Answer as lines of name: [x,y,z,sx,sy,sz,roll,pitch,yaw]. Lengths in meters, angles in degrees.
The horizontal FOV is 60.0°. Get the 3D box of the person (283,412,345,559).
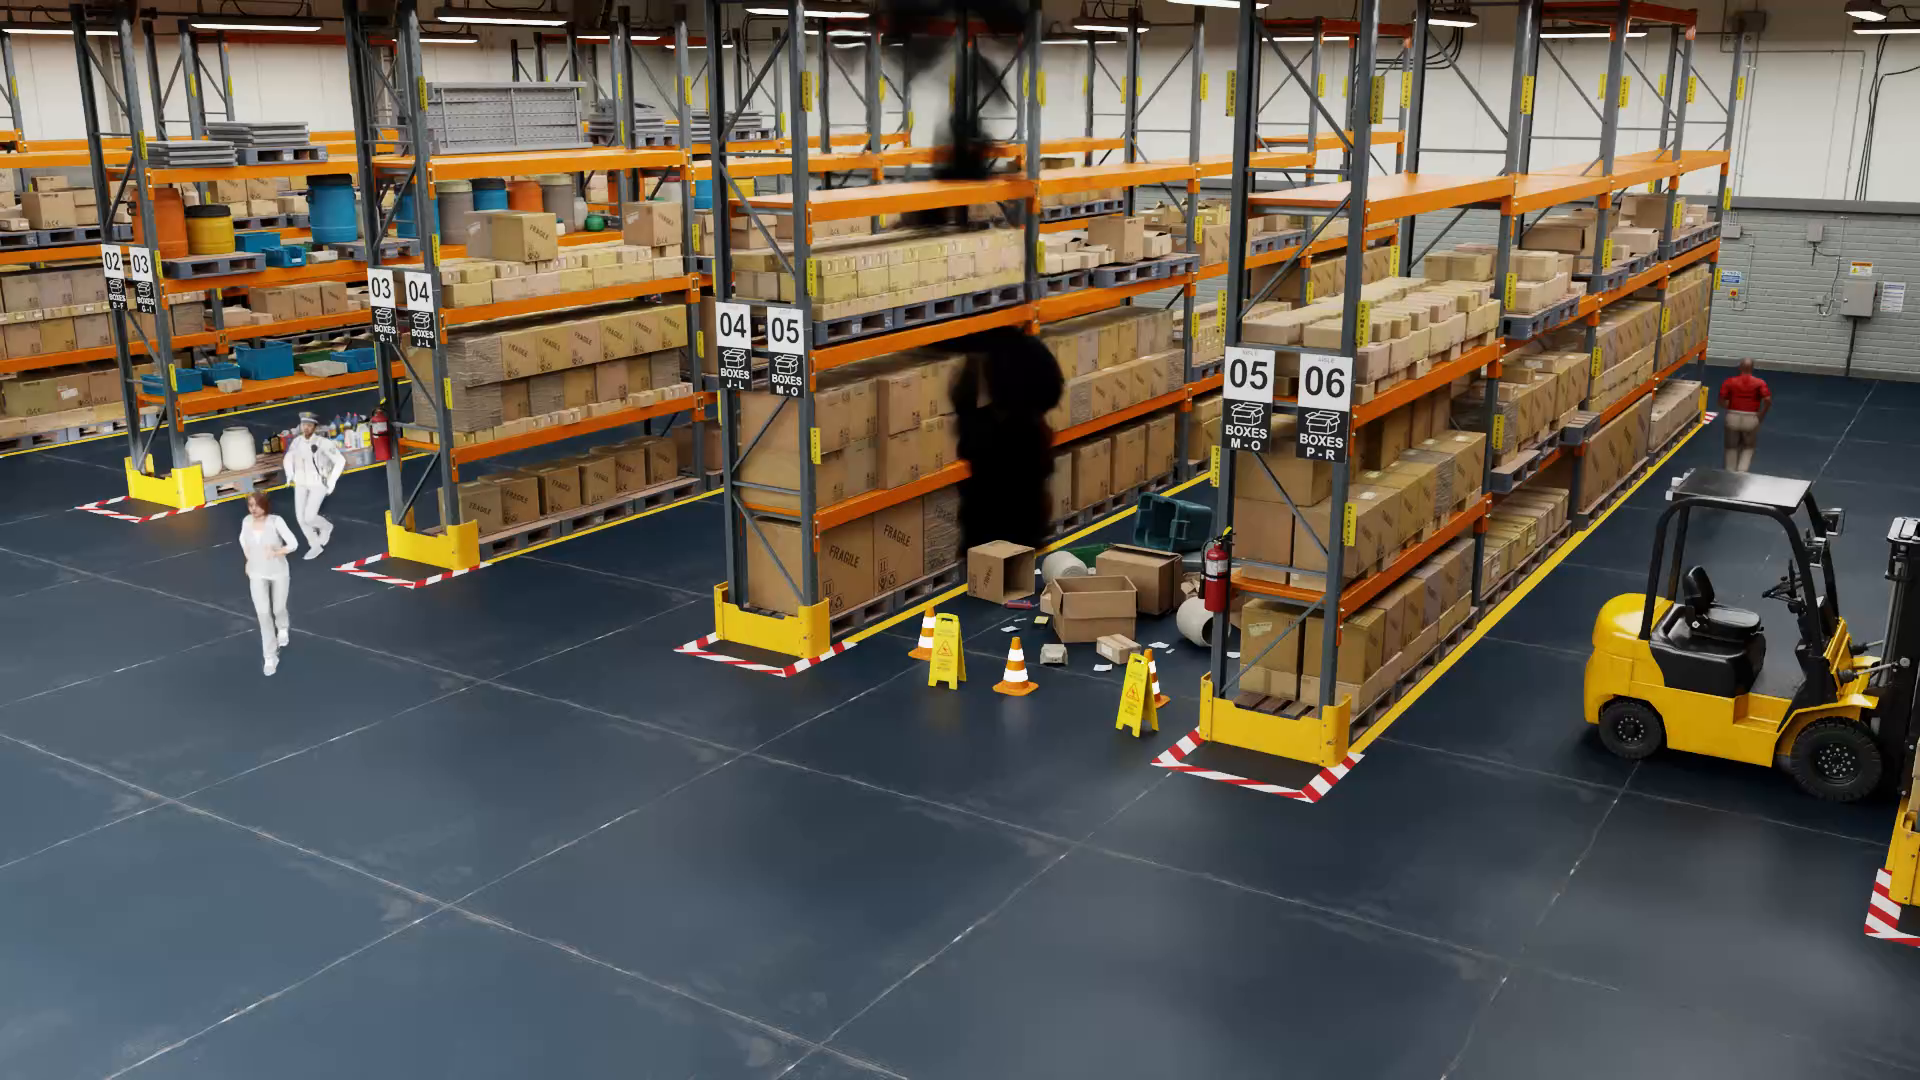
person: [-7.148,-0.605,18.366,0.669,1.654,0.535,3,16,10]

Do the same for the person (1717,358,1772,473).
person: [10.119,-1.503,21.501,0.641,1.723,0.535,9,18,29]

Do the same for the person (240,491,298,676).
person: [-6.228,0.331,15.045,0.524,1.613,0.820,-3,16,-12]
